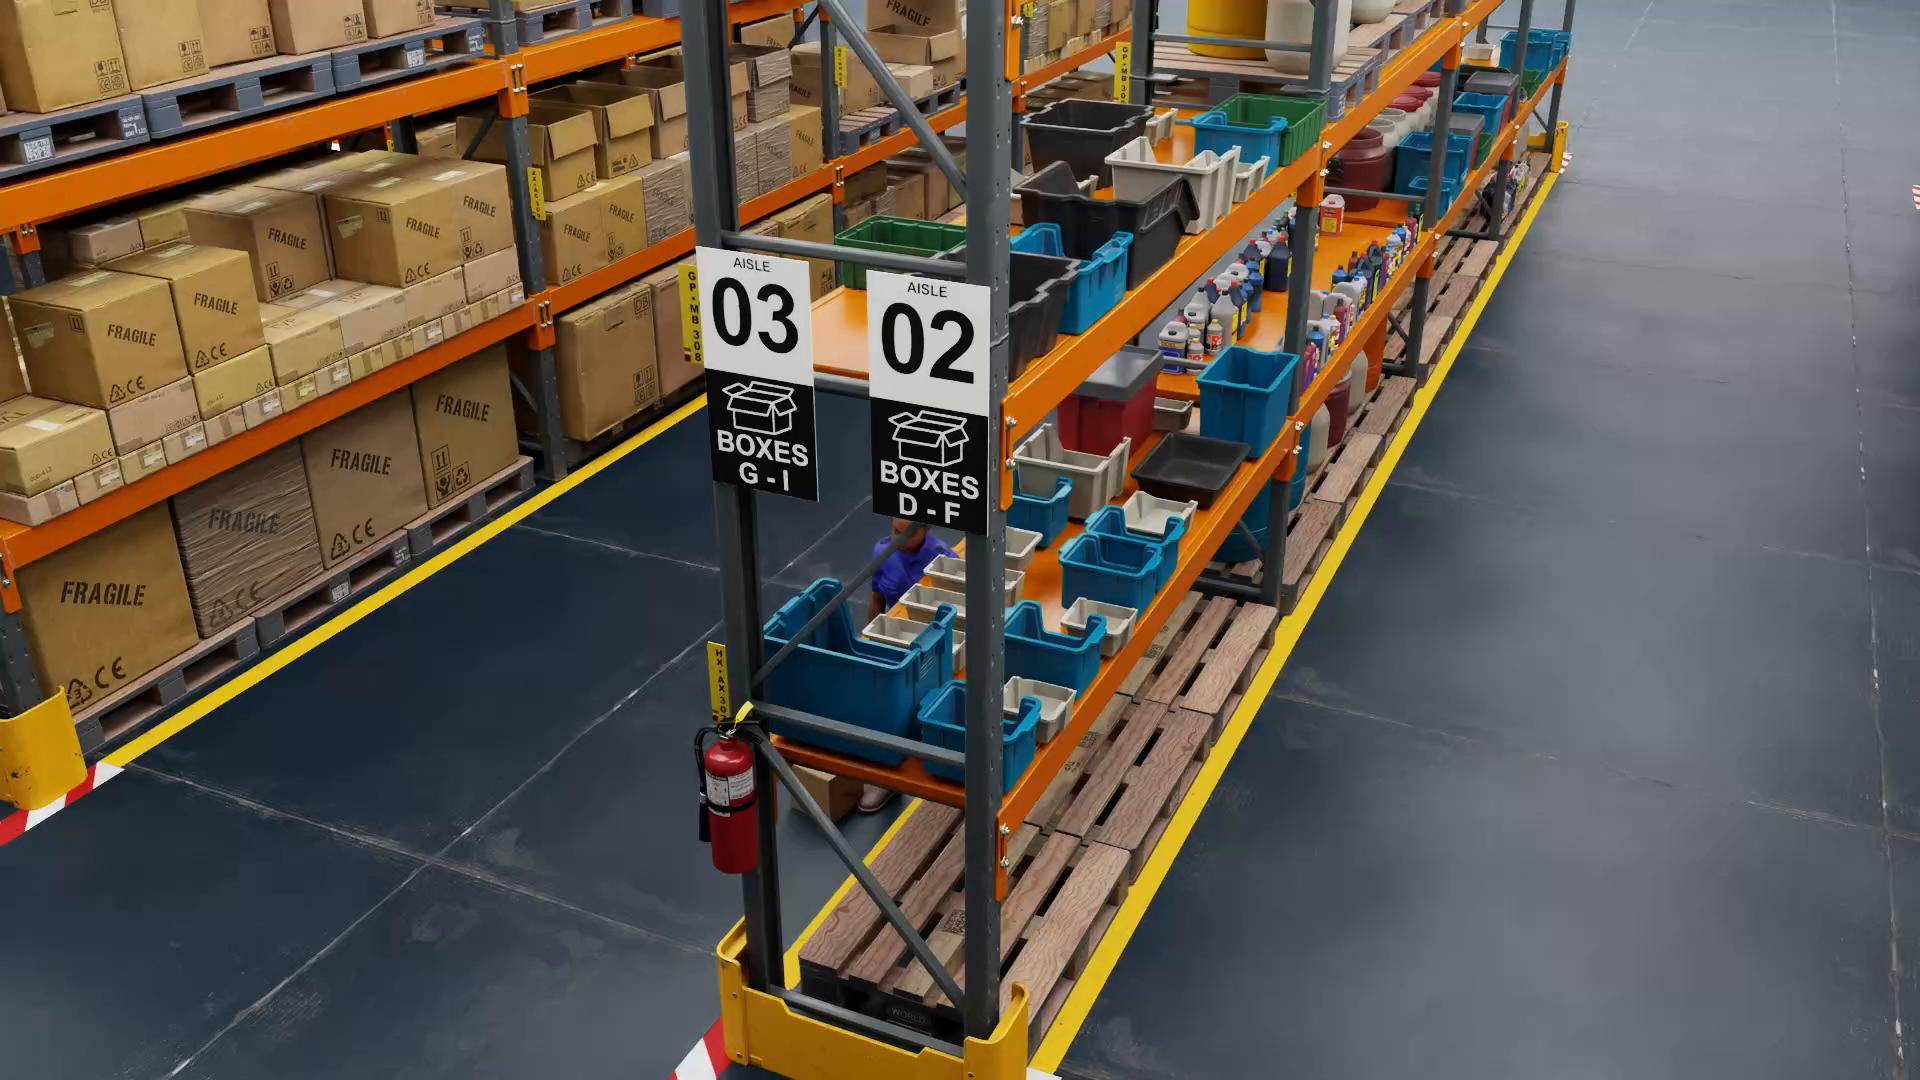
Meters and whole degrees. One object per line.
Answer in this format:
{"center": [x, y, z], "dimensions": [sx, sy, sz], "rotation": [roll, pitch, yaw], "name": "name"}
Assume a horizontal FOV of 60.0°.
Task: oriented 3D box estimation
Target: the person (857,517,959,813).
{"center": [-0.208, 0.523, 7.561], "dimensions": [0.507, 1.655, 0.349], "rotation": [11, 29, 22], "name": "person"}
